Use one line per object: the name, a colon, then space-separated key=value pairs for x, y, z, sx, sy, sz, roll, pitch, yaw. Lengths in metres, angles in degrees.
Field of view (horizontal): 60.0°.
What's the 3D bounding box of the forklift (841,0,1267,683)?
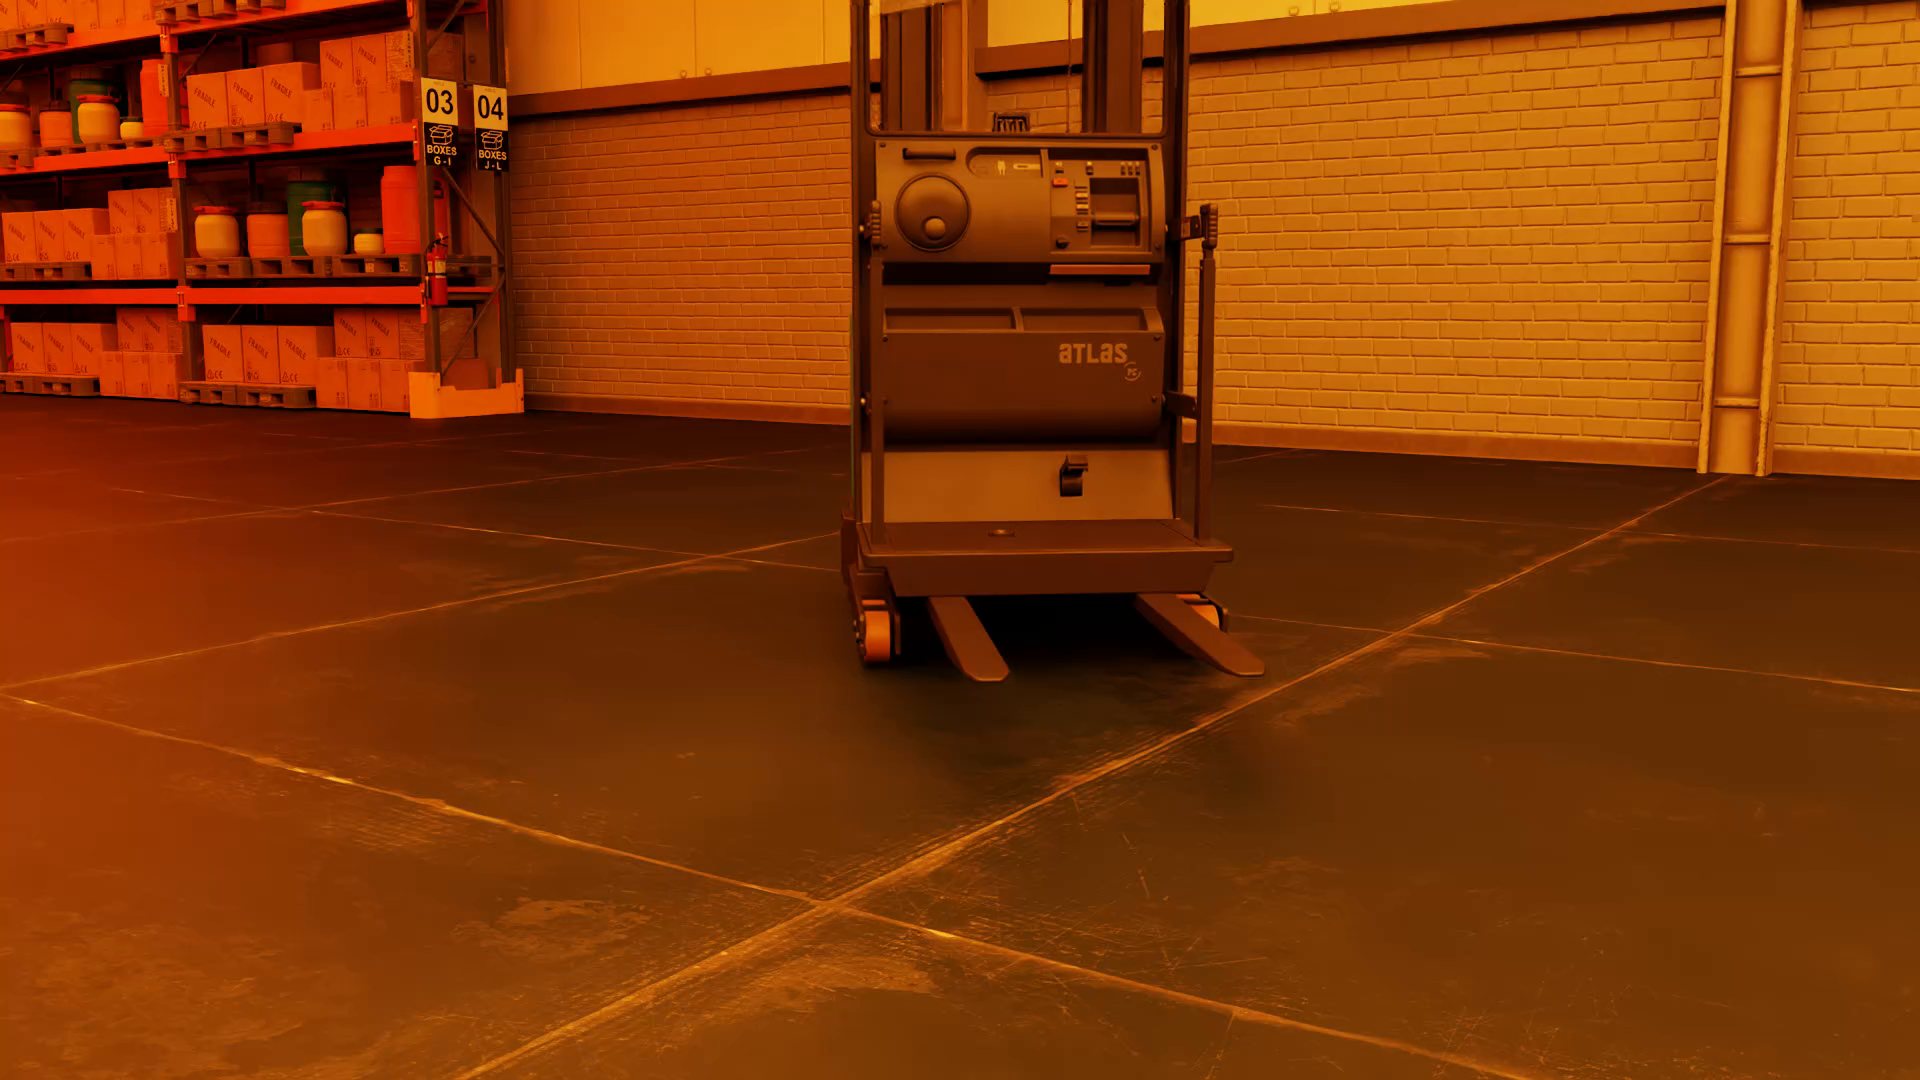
forklift: x=0.218 y=-1.128 z=5.126 sx=1.130 sy=2.935 sz=3.031 roll=-1 pitch=8 yaw=-6
